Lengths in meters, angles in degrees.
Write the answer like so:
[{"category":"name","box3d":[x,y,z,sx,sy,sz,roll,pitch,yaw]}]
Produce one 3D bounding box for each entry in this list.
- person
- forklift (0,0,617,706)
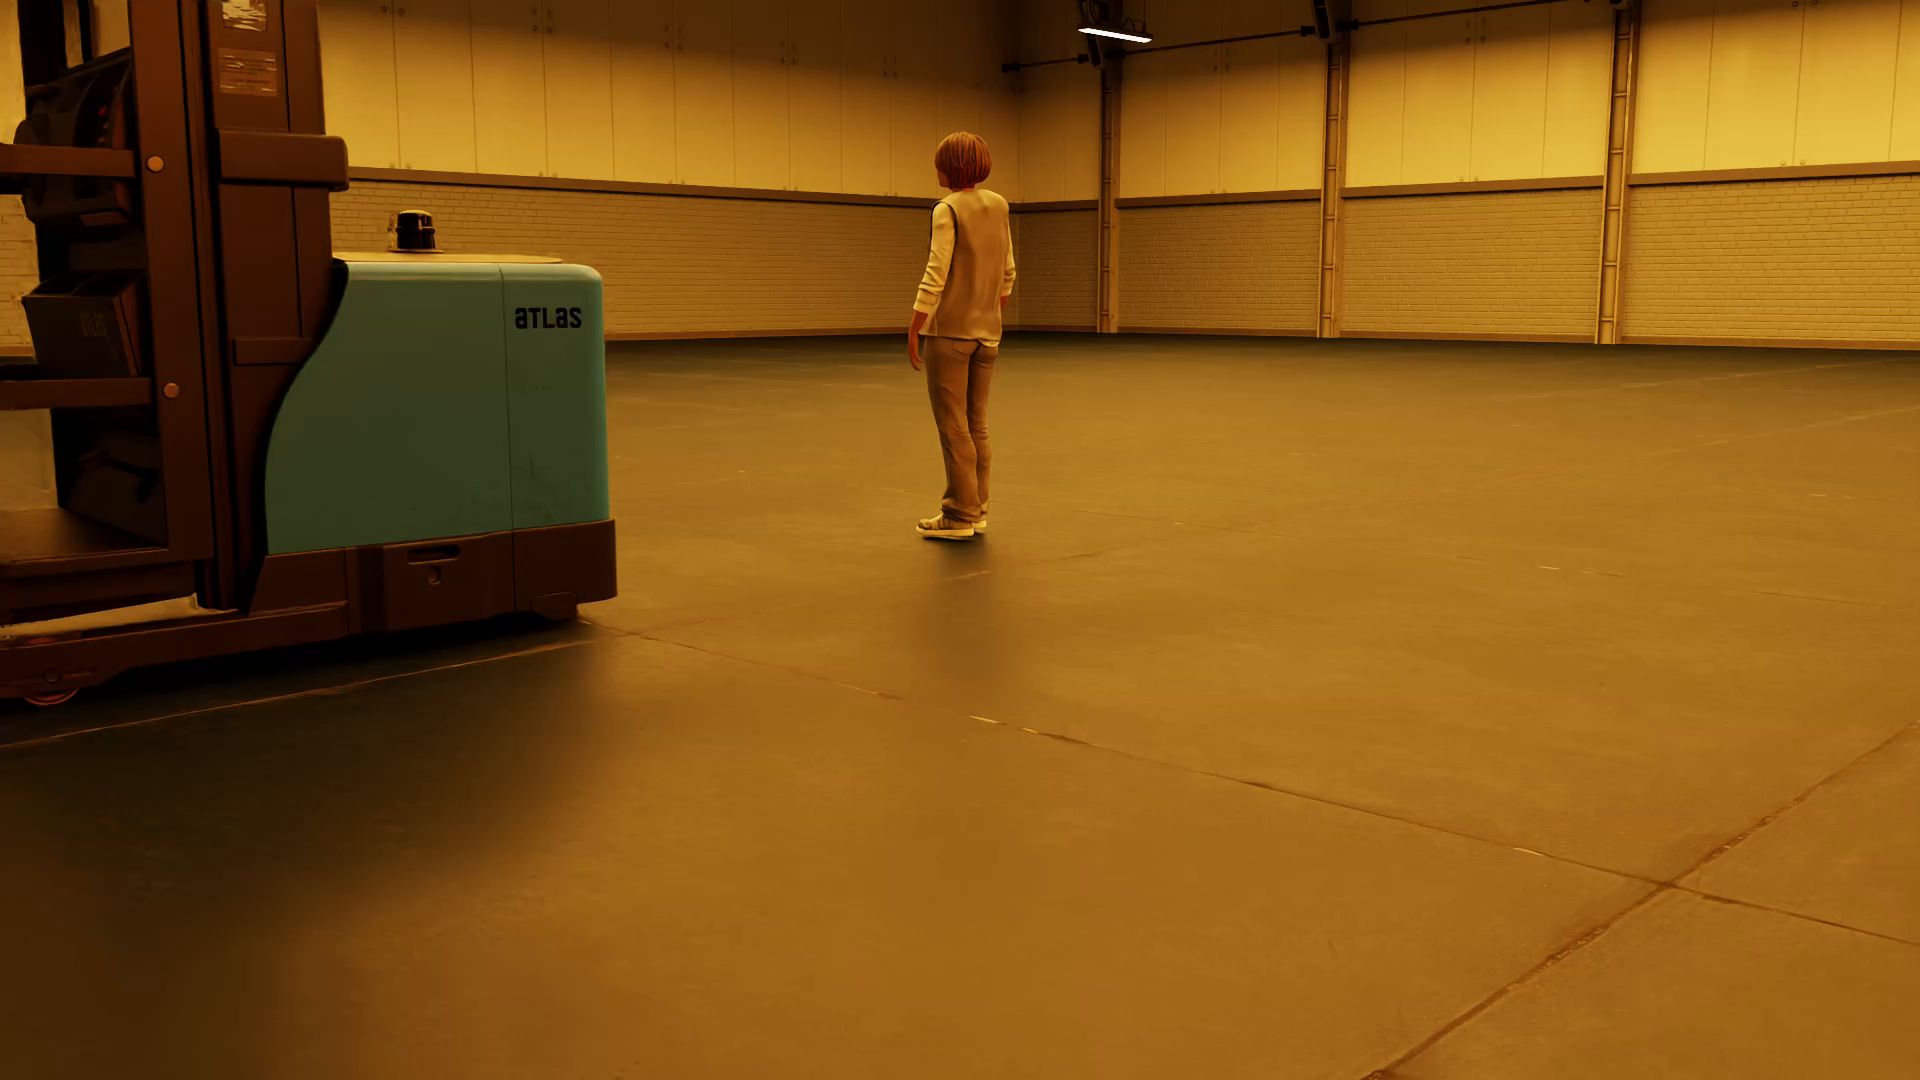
[{"category":"person","box3d":[-0.043,-0.806,6.658,0.475,1.596,0.521,8,12,43]},{"category":"forklift","box3d":[-2.492,-1.114,4.274,3.031,2.935,1.130,-7,11,-41]}]
